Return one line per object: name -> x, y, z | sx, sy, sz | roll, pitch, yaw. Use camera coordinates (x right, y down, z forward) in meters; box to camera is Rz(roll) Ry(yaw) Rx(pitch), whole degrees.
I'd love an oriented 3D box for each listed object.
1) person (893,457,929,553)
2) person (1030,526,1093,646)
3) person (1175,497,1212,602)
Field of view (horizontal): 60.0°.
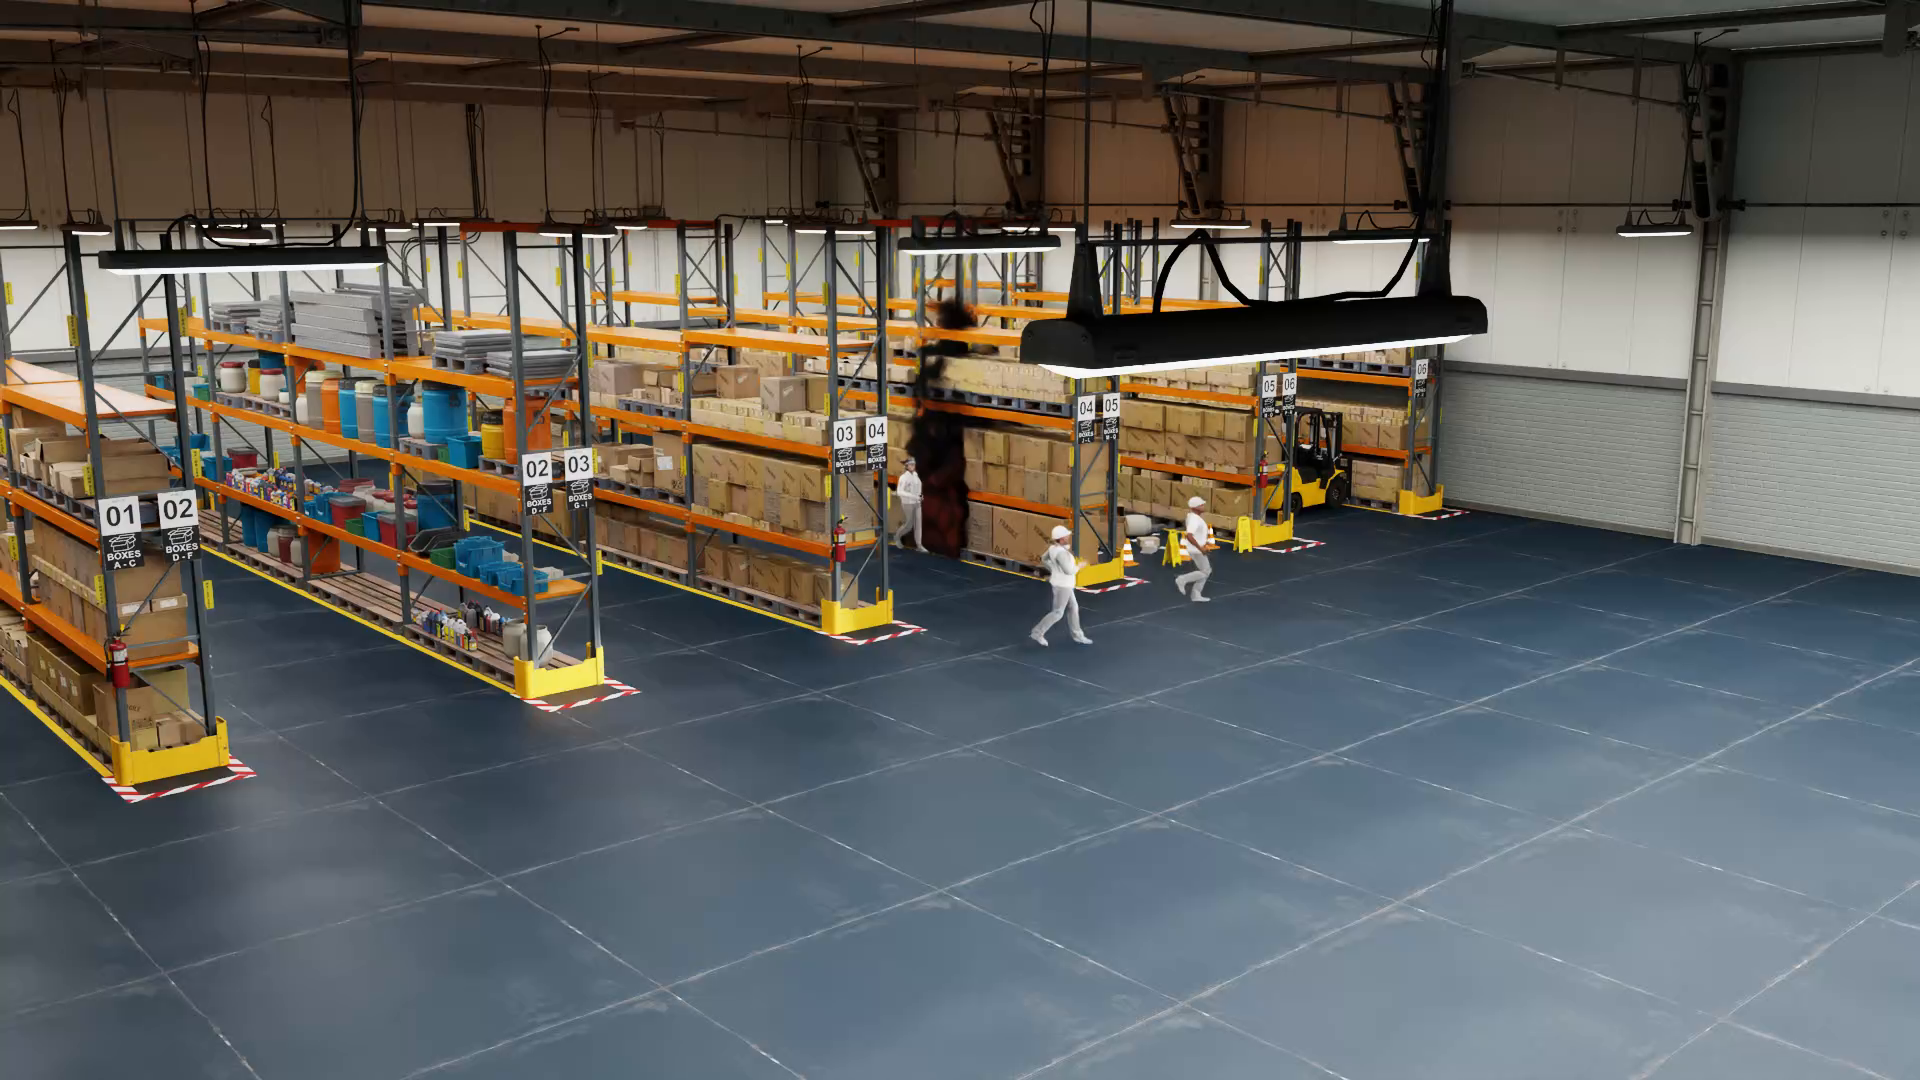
person -> -0.834, -0.634, 29.208 | 0.803, 1.675, 0.618 | 10, 15, 42
person -> 1.472, 0.665, 23.957 | 0.944, 1.774, 0.659 | -1, 11, -4
person -> 3.763, 0.152, 26.784 | 0.591, 1.719, 0.712 | 1, 11, 5
